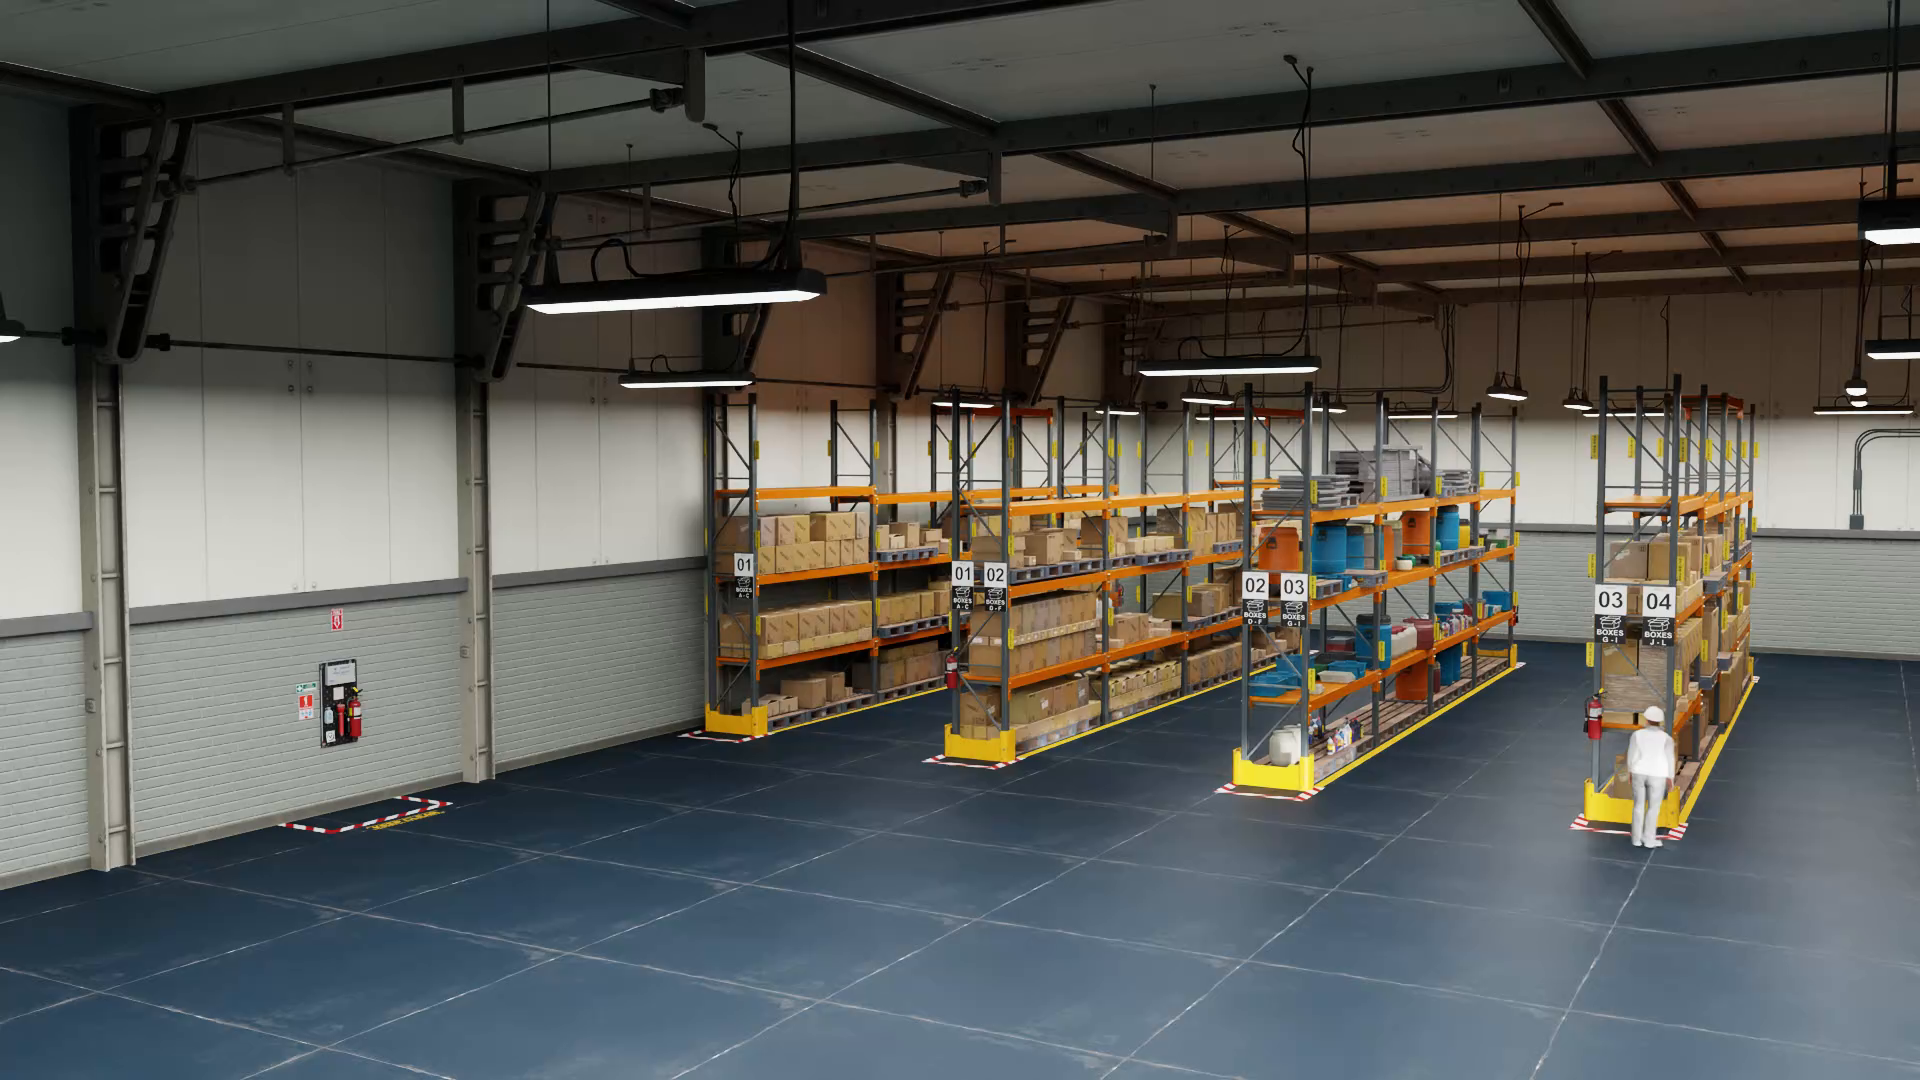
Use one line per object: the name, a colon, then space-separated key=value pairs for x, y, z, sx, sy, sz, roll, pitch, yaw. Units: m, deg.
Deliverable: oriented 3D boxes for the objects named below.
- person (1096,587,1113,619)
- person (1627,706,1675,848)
person: x=3.327 y=1.978 z=39.554 sx=0.582 sy=1.723 sz=1.050 roll=2 pitch=3 yaw=27
person: x=8.708 y=2.976 z=20.945 sx=0.371 sy=1.774 sz=0.560 roll=-3 pitch=4 yaw=-43
